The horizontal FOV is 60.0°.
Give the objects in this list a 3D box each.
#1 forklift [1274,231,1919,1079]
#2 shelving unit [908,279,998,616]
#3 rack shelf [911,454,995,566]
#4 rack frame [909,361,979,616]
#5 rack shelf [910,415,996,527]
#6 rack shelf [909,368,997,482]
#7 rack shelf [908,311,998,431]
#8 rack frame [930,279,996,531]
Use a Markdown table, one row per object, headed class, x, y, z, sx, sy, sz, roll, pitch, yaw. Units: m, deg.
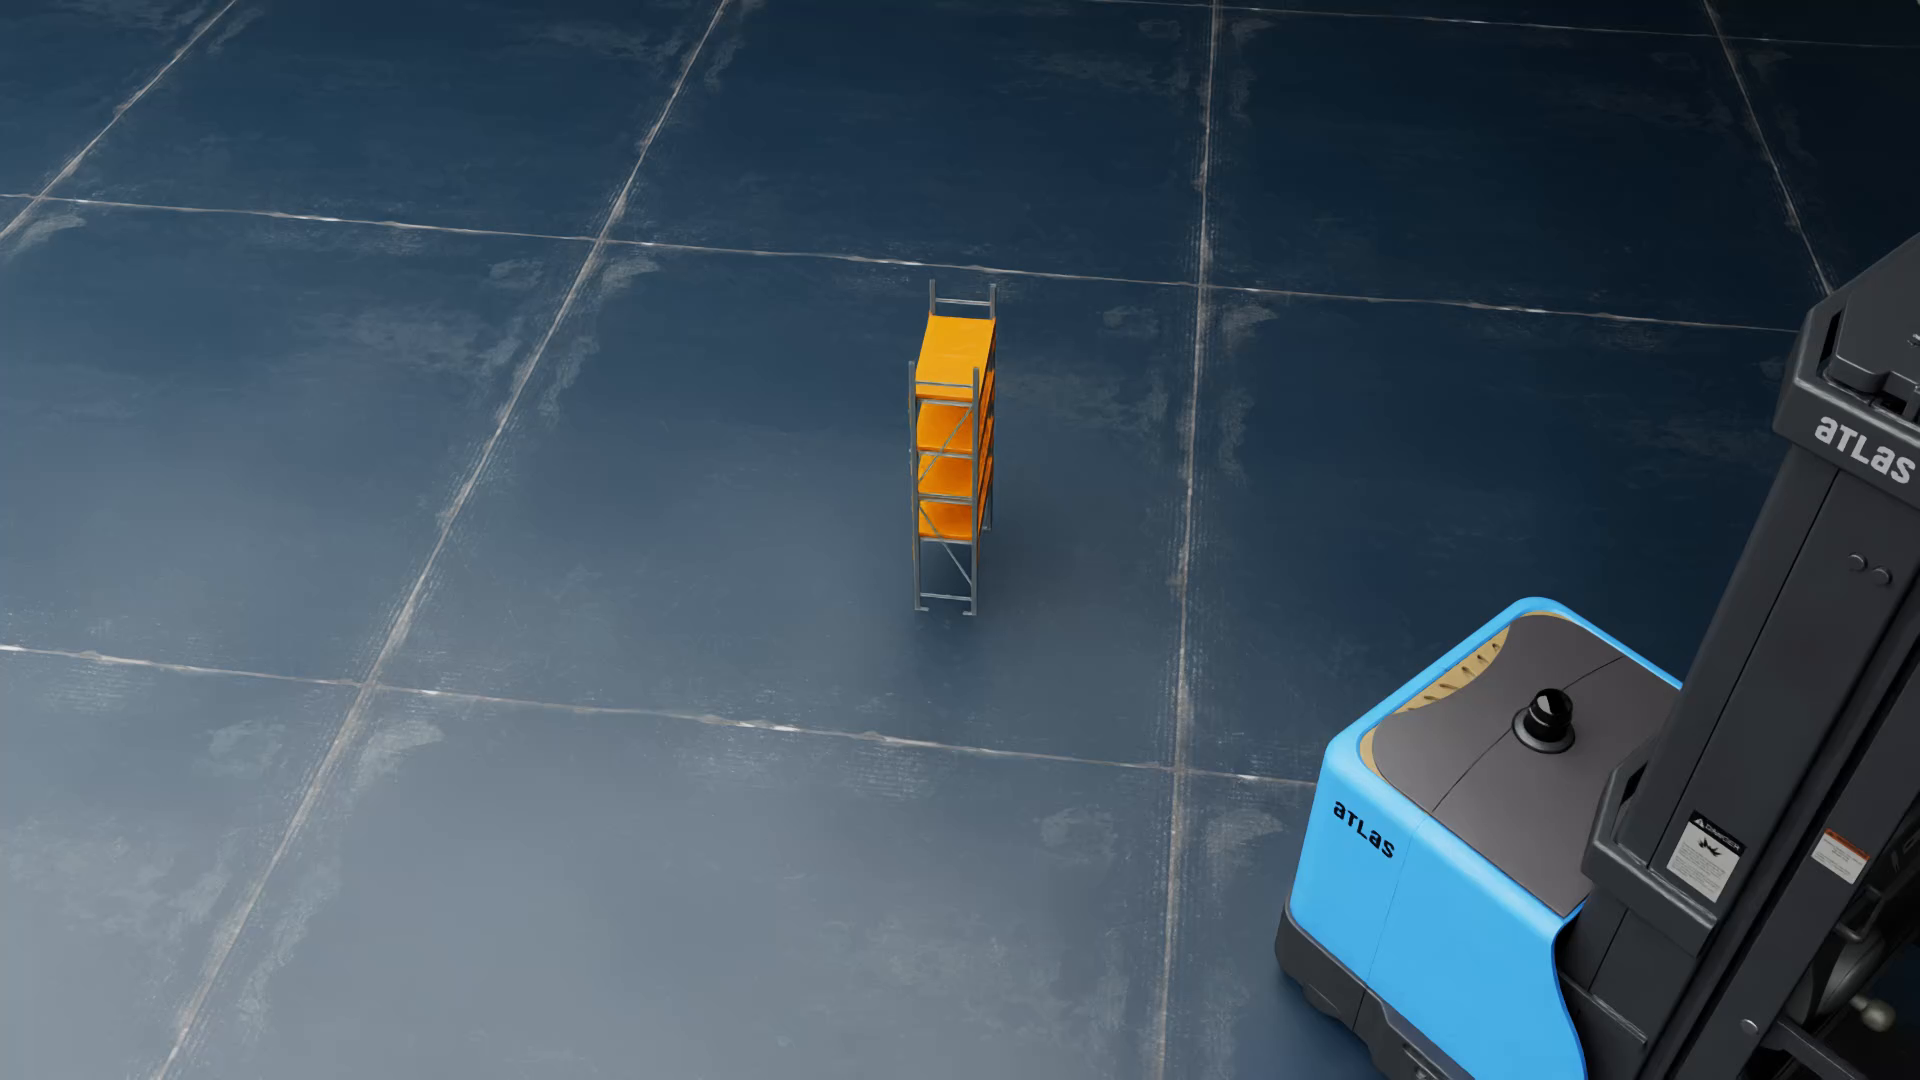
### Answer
| class | x | y | z | sx | sy | sz | roll | pitch | yaw |
| --- | --- | --- | --- | --- | --- | --- | --- | --- | --- |
| forklift | 2.326 | 0.853 | 3.718 | 1.130 | 2.935 | 3.031 | -30 | 51 | -28 |
| shelving unit | -0.022 | -0.323 | 6.218 | 0.258 | 1.200 | 0.503 | 5 | 44 | 6 |
| rack shelf | -0.022 | -0.130 | 6.401 | 0.258 | 0.148 | 0.480 | 5 | 44 | 6 |
| rack frame | -0.054 | -0.157 | 6.043 | 0.240 | 1.200 | 0.015 | 5 | 44 | 6 |
| rack shelf | -0.022 | -0.274 | 6.265 | 0.258 | 0.148 | 0.480 | 5 | 44 | 6 |
| rack shelf | -0.022 | -0.436 | 6.111 | 0.258 | 0.148 | 0.480 | 5 | 44 | 6 |
| rack shelf | -0.022 | -0.608 | 5.948 | 0.258 | 0.148 | 0.480 | 5 | 44 | 6 |
| rack frame | 0.010 | -0.489 | 6.394 | 0.240 | 1.200 | 0.015 | 5 | 44 | 6 |
